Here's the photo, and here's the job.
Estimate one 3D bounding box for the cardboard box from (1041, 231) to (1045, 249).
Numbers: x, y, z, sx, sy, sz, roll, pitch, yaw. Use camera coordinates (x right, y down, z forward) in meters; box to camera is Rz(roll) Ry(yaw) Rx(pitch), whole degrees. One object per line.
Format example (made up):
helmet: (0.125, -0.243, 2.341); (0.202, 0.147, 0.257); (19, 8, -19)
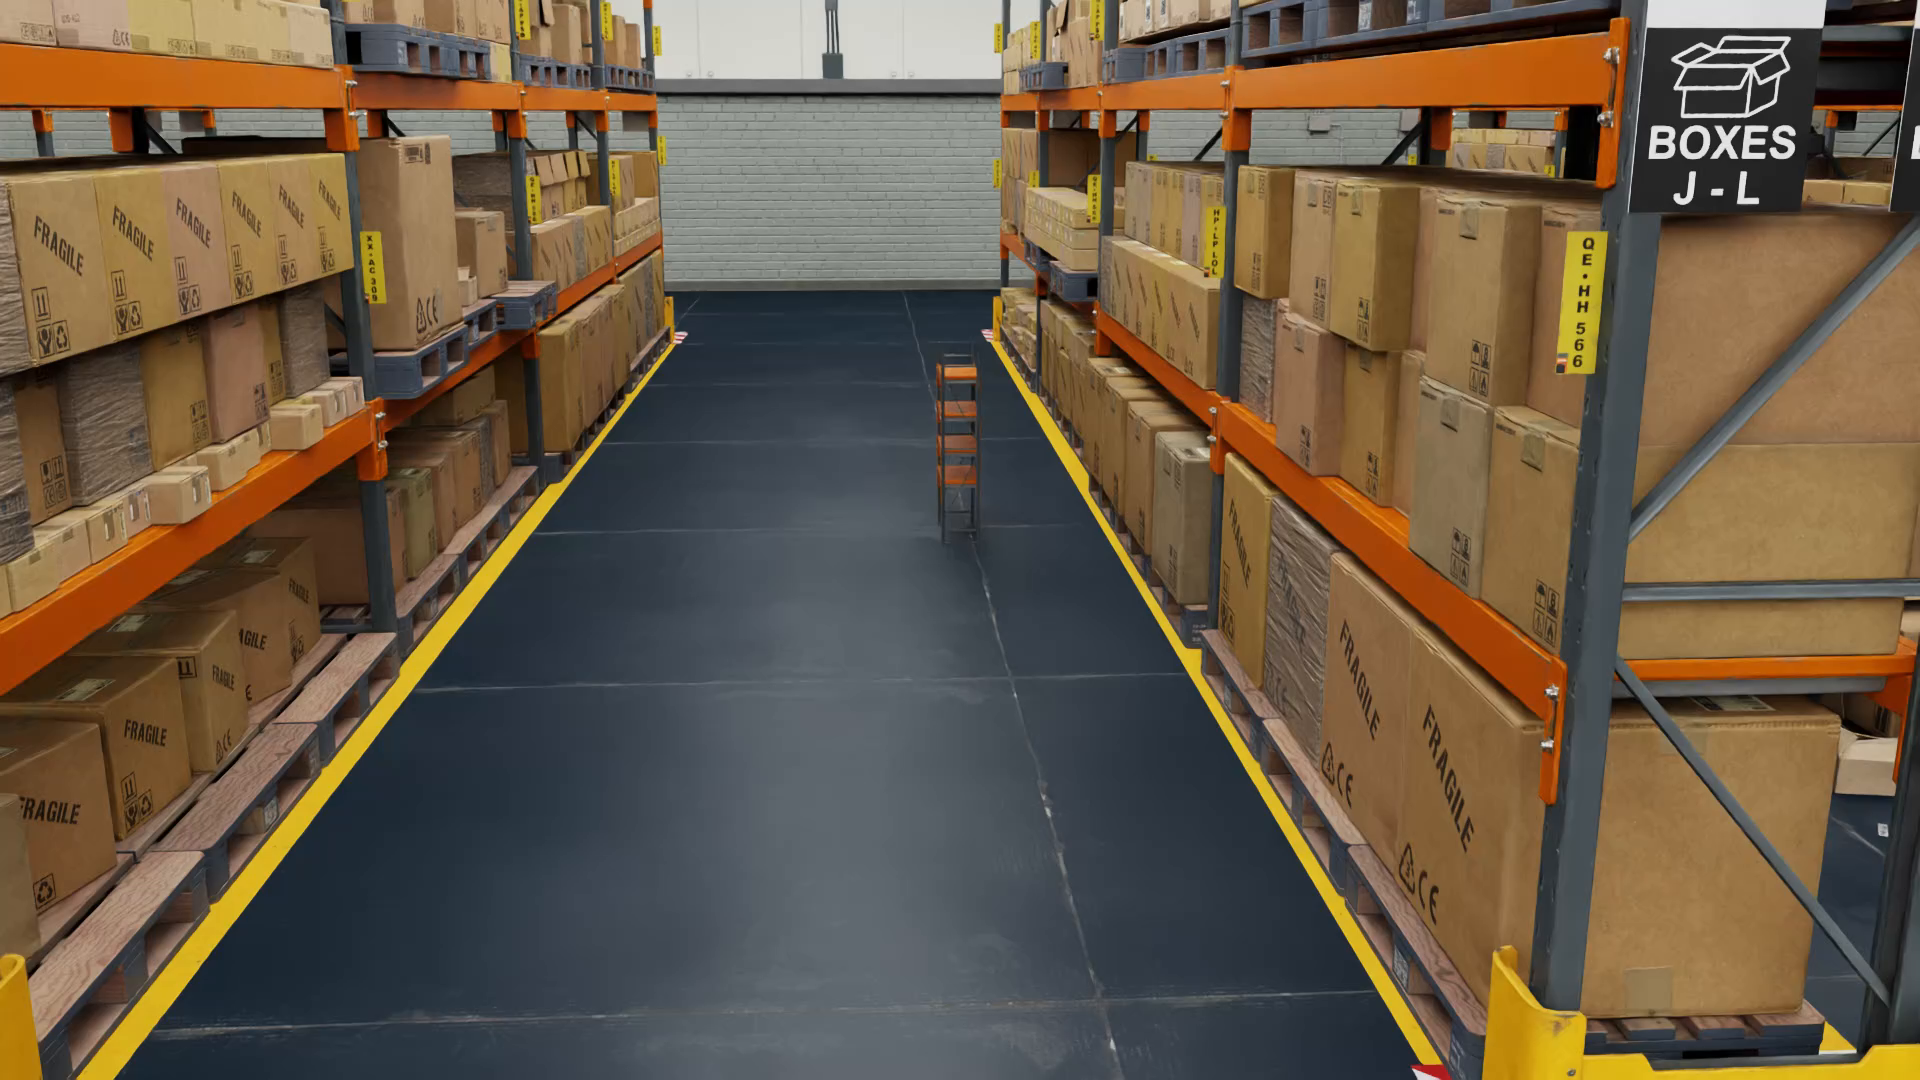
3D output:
cardboard box: (0.881, -2.509, 13.921); (0.380, 0.149, 0.250); (-1, 14, -4)

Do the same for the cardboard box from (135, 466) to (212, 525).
cardboard box: (-2.759, -0.149, 5.590); (0.380, 0.149, 0.250); (-1, 14, -3)

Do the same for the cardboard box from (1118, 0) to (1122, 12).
cardboard box: (1.193, -3.831, 11.640); (0.396, 0.266, 0.258); (-1, 14, -3)

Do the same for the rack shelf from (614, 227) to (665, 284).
rack shelf: (-3.851, -2.955, 17.435); (1.077, 0.370, 4.000); (-1, 14, -3)

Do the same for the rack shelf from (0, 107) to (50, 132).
rack shelf: (-8.546, -3.336, 12.898); (1.077, 0.370, 4.000); (-1, 14, -3)

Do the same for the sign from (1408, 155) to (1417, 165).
sign: (5.362, -4.404, 19.728); (0.100, 0.325, 0.005); (-1, 14, -3)

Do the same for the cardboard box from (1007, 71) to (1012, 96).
cardboard box: (0.783, -4.986, 18.165); (0.500, 0.250, 0.500); (0, 14, -2)

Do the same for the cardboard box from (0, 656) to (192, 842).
cardboard box: (-3.096, 0.726, 5.859); (0.500, 0.500, 0.500); (0, 14, 2)

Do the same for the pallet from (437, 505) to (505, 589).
pallet: (-3.360, 0.036, 9.961); (1.003, 0.211, 1.213); (-1, 14, -3)

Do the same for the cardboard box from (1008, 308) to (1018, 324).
cardboard box: (0.730, -2.491, 18.469); (0.380, 0.149, 0.250); (0, 14, -2)

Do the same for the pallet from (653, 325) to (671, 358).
pallet: (-3.847, -2.253, 18.858); (1.003, 0.211, 1.213); (-1, 14, -3)

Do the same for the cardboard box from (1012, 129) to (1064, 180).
cardboard box: (0.828, -4.031, 17.371); (0.500, 0.500, 0.500); (-1, 14, -5)

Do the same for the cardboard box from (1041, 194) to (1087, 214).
cardboard box: (0.876, -2.801, 13.859); (0.380, 0.149, 0.250); (0, 14, -1)

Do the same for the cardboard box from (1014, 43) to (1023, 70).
cardboard box: (0.836, -4.980, 17.139); (0.500, 0.250, 0.500); (-1, 14, -6)

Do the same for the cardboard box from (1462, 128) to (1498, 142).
cardboard box: (5.754, -4.448, 18.284); (0.380, 0.149, 0.250); (-1, 14, -3)

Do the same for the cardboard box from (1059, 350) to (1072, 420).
cardboard box: (1.099, -1.275, 13.637); (0.500, 0.500, 0.500); (-2, 15, -6)

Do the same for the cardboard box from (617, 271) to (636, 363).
cardboard box: (-3.688, -2.146, 16.267); (0.875, 0.875, 0.875); (-1, 14, -3)

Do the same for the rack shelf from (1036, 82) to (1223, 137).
rack shelf: (1.354, -3.464, 13.395); (1.077, 0.370, 4.000); (-1, 14, -3)

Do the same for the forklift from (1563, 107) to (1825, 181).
forklift: (4.594, -1.504, 10.491); (3.031, 2.935, 1.130); (-1, 14, -4)

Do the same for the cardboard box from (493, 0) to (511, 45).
cardboard box: (-3.200, -3.440, 10.651); (0.500, 0.500, 0.500); (-1, 14, -2)

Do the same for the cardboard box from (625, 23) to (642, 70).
cardboard box: (-3.889, -5.425, 18.328); (0.700, 0.500, 0.500); (-2, 15, -7)

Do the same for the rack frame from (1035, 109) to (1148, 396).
rack frame: (1.230, -2.857, 15.612); (1.000, 3.000, 0.127); (-1, 14, -3)

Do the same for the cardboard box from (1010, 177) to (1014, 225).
cardboard box: (0.810, -3.674, 17.988); (0.500, 0.500, 0.500); (-1, 14, -3)

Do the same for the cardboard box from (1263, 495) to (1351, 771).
cardboard box: (1.754, 0.339, 6.609); (0.875, 0.875, 0.875); (-1, 14, -3)

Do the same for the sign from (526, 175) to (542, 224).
sign: (-2.938, -2.344, 11.453); (0.100, 0.325, 0.005); (-1, 14, -3)

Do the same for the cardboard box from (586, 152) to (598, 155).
cardboard box: (-4.183, -3.987, 18.203); (0.500, 0.500, 0.500); (-1, 14, -5)

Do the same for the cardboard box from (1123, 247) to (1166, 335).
cardboard box: (1.301, -1.543, 10.304); (0.500, 0.500, 0.500); (-1, 14, -3)

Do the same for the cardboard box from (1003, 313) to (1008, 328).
cardboard box: (0.695, -2.540, 19.256); (0.380, 0.149, 0.250); (-1, 14, -2)

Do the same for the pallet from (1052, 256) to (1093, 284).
pallet: (1.314, -2.261, 13.681); (1.003, 0.211, 1.213); (-1, 14, -3)

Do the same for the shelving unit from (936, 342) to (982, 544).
shelving unit: (-0.010, -0.622, 10.537); (0.258, 1.200, 0.503); (-1, 14, -3)

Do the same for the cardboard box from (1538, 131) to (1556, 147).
cardboard box: (5.827, -3.877, 16.067); (0.380, 0.149, 0.250); (-1, 14, -5)

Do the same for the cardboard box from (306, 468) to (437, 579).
cardboard box: (-3.258, -0.091, 8.993); (0.700, 0.500, 0.500); (-1, 14, -4)

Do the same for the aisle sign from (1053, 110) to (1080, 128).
aisle sign: (1.277, -5.134, 19.243); (0.394, 0.787, 0.004); (-1, 14, -3)

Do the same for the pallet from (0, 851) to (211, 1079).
pallet: (-3.003, 1.307, 5.021); (1.003, 0.211, 1.213); (-1, 14, -3)

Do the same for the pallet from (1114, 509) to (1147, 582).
pallet: (1.524, -0.012, 10.150); (1.003, 0.211, 1.213); (-1, 14, -3)

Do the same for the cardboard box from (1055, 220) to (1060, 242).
cardboard box: (0.941, -2.398, 12.892); (0.380, 0.149, 0.250); (-1, 14, -3)

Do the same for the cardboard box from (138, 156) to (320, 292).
cardboard box: (-2.896, -1.261, 6.604); (0.500, 0.500, 0.500); (-1, 14, -3)

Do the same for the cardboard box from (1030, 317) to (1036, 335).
cardboard box: (0.893, -2.116, 16.414); (0.380, 0.149, 0.250); (-1, 14, -3)

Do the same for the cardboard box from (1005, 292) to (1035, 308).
cardboard box: (0.700, -2.696, 18.670); (0.380, 0.149, 0.250); (-1, 14, -4)

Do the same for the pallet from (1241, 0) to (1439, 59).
pallet: (1.766, -2.074, 6.725); (1.003, 0.211, 1.213); (-1, 14, -3)

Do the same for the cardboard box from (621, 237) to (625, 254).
cardboard box: (-3.429, -2.828, 16.003); (0.380, 0.149, 0.250); (-1, 14, -5)

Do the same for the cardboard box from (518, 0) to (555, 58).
cardboard box: (-3.627, -4.025, 13.080); (0.797, 0.503, 0.637); (-1, 14, -4)

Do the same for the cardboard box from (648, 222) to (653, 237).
cardboard box: (-3.577, -3.406, 18.249); (0.380, 0.149, 0.250); (-1, 14, -2)

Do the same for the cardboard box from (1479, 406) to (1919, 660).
cardboard box: (1.905, -0.037, 4.350); (0.875, 0.550, 0.550); (-1, 14, -3)

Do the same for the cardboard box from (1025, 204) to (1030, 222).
cardboard box: (0.795, -2.978, 15.146); (0.380, 0.149, 0.250); (-1, 14, -3)

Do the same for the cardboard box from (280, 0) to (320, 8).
cardboard box: (-2.923, -2.313, 6.978); (0.380, 0.149, 0.250); (0, 14, -2)

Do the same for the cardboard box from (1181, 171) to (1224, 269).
cardboard box: (1.624, -1.777, 9.207); (0.700, 0.500, 0.500); (-1, 14, -3)

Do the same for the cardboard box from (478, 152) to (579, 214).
cardboard box: (-3.648, -3.011, 13.994); (0.797, 0.503, 0.637); (-1, 14, -3)

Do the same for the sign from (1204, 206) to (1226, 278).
sign: (1.185, -1.379, 7.703); (0.100, 0.325, 0.005); (-1, 14, -3)

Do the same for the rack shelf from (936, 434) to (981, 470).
rack shelf: (-0.010, -0.557, 10.554); (0.258, 0.148, 0.480); (-1, 14, -3)

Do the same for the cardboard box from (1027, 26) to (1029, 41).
cardboard box: (0.865, -5.005, 16.438); (0.380, 0.149, 0.250); (-1, 15, -6)

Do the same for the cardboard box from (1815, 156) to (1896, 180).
cardboard box: (6.625, -2.623, 12.495); (0.500, 0.500, 0.500); (-1, 14, -5)

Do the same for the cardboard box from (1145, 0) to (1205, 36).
cardboard box: (1.366, -3.088, 9.625); (0.500, 0.311, 0.500); (-1, 14, -4)

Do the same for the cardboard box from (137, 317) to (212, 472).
cardboard box: (-3.148, -0.523, 5.743); (0.875, 0.500, 0.500); (-1, 14, -3)

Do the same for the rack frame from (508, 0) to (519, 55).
rack frame: (-3.479, -4.717, 10.798); (1.000, 3.000, 0.127); (-1, 14, -3)
